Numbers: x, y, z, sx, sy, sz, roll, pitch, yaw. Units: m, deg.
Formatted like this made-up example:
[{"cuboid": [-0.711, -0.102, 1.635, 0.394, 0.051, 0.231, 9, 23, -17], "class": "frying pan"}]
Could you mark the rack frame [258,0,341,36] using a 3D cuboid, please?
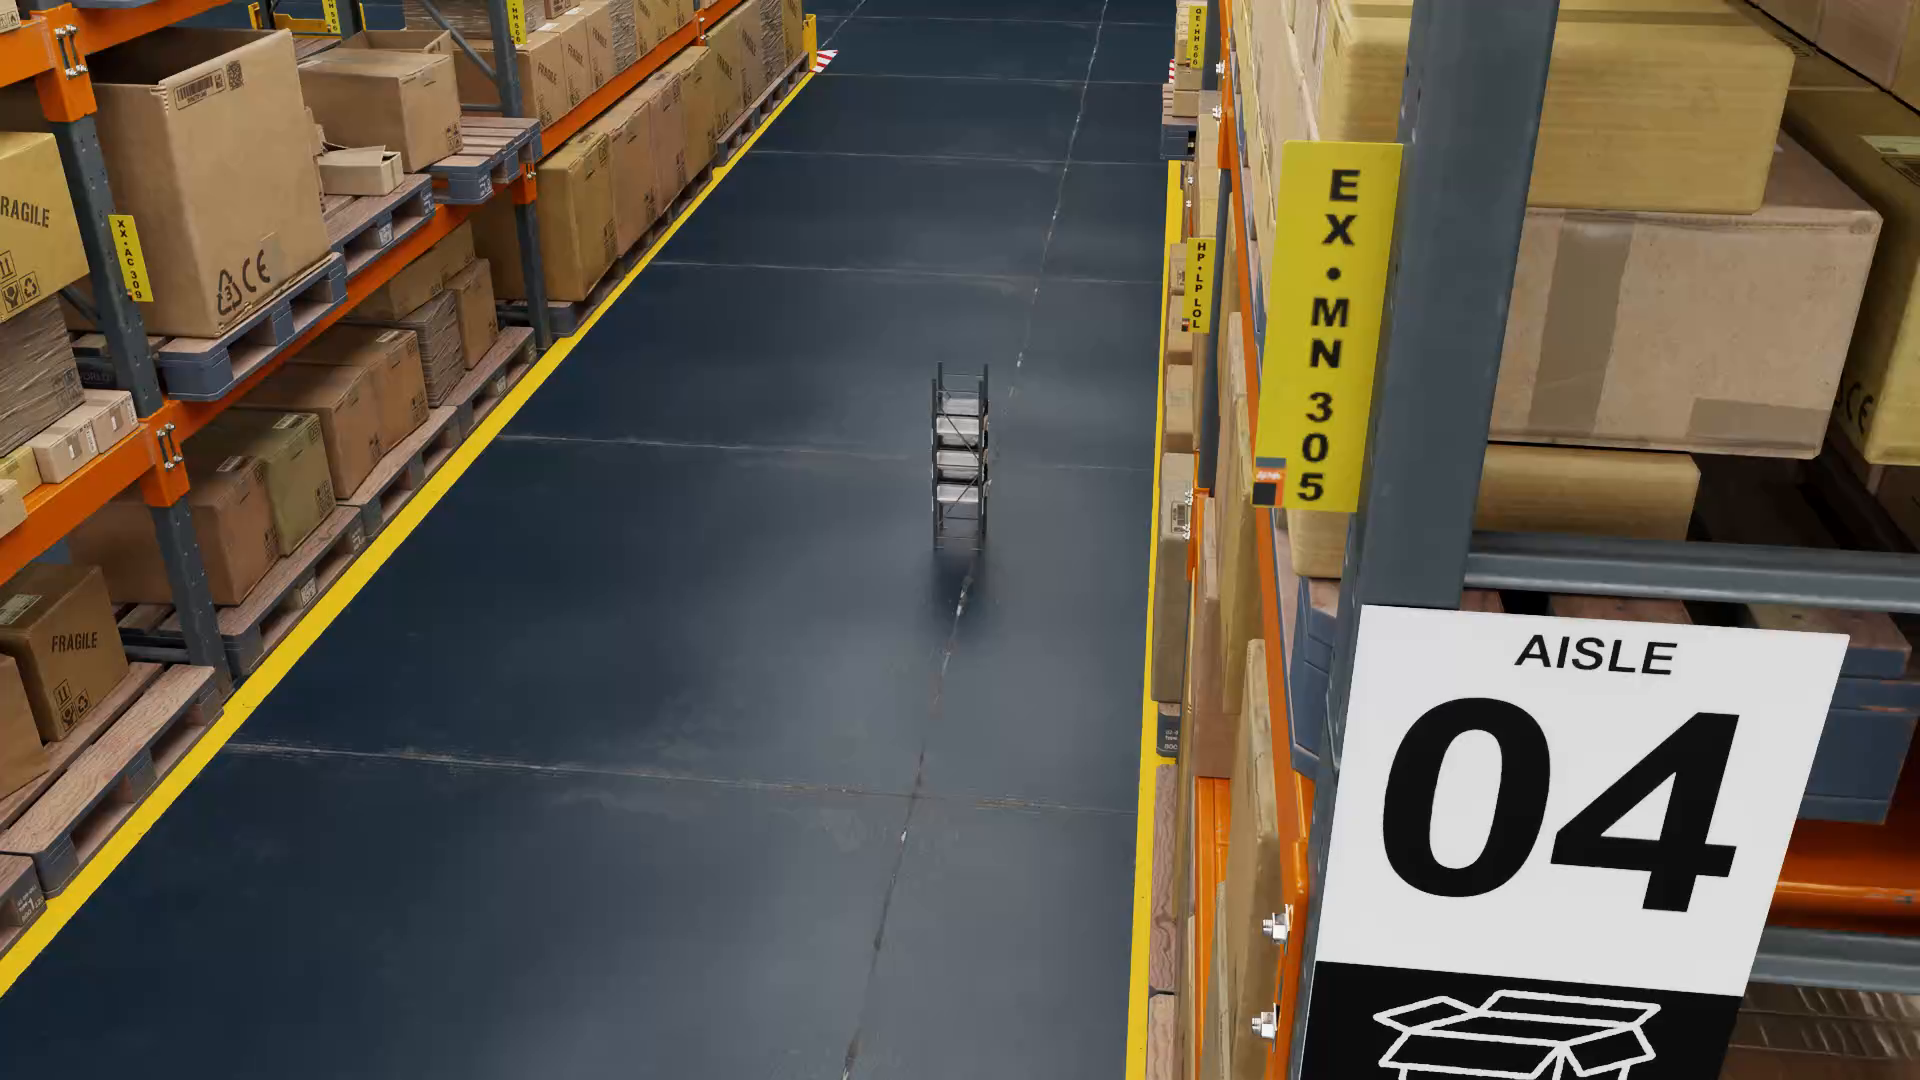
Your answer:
[{"cuboid": [-7.022, -6.612, 17.361, 1.000, 3.000, 0.127, 3, 28, 6], "class": "rack frame"}]

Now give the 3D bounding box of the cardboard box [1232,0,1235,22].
[{"cuboid": [0.890, -1.388, 4.218, 0.380, 0.149, 0.250, 3, 28, 6], "class": "cardboard box"}]

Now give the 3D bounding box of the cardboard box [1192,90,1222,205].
[{"cuboid": [1.501, -2.071, 8.827, 0.500, 0.500, 0.500, 4, 29, 7], "class": "cardboard box"}]

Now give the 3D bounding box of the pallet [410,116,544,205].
[{"cuboid": [-3.068, -2.133, 9.248, 1.213, 0.211, 1.003, 3, 28, 6], "class": "pallet"}]

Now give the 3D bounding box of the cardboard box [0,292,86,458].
[{"cuboid": [-3.693, -0.643, 5.861, 0.875, 0.500, 0.500, 3, 28, 6], "class": "cardboard box"}]

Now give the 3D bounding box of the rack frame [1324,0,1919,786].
[{"cuboid": [0.843, -1.098, 0.801, 1.000, 3.000, 0.127, 3, 28, 6], "class": "rack frame"}]

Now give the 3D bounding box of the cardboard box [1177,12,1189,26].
[{"cuboid": [1.494, -3.058, 9.958, 0.380, 0.149, 0.250, 4, 29, 8], "class": "cardboard box"}]

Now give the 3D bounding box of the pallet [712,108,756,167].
[{"cuboid": [-2.426, -3.567, 14.649, 1.003, 0.211, 1.213, 3, 28, 6], "class": "pallet"}]

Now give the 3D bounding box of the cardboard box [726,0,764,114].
[{"cuboid": [-2.326, -4.421, 15.091, 0.875, 0.875, 0.875, 3, 28, 6], "class": "cardboard box"}]

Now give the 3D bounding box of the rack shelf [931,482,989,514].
[{"cuboid": [0.001, -0.212, 8.145, 0.258, 0.077, 0.200, 3, 28, 6], "class": "rack shelf"}]

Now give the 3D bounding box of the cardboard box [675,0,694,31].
[{"cuboid": [-2.383, -4.250, 12.870, 0.500, 0.500, 0.500, 3, 29, 6], "class": "cardboard box"}]

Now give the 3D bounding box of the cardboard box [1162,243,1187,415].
[{"cuboid": [1.660, -1.136, 9.125, 1.050, 0.750, 0.750, 3, 28, 6], "class": "cardboard box"}]

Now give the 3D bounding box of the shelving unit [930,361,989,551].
[{"cuboid": [0.001, -0.400, 8.044, 0.258, 0.900, 0.210, 3, 28, 6], "class": "shelving unit"}]

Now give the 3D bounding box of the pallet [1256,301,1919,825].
[{"cuboid": [0.924, -0.089, 2.183, 1.003, 0.211, 1.213, 3, 28, 6], "class": "pallet"}]

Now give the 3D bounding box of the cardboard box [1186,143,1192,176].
[{"cuboid": [1.831, -2.697, 11.496, 0.500, 0.250, 0.500, 4, 29, 8], "class": "cardboard box"}]

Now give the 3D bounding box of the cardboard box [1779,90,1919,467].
[{"cuboid": [1.157, -0.284, 1.748, 0.500, 0.250, 0.500, 3, 28, 6], "class": "cardboard box"}]

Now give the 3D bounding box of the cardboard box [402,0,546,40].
[{"cuboid": [-2.981, -3.388, 10.213, 0.797, 0.503, 0.637, 4, 29, 8], "class": "cardboard box"}]

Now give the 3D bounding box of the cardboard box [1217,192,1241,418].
[{"cuboid": [1.254, -0.710, 5.108, 0.875, 0.550, 0.550, 3, 28, 6], "class": "cardboard box"}]

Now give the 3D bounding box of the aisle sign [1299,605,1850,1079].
[{"cuboid": [0.537, 0.414, 1.578, 0.394, 0.787, 0.004, 3, 28, 6], "class": "aisle sign"}]

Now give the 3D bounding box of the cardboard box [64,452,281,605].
[{"cuboid": [-3.480, -0.057, 7.365, 0.700, 0.500, 0.500, 1, 28, 2], "class": "cardboard box"}]

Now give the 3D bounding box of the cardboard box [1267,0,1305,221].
[{"cuboid": [0.688, -0.554, 2.249, 0.500, 0.250, 0.500, 3, 29, 6], "class": "cardboard box"}]

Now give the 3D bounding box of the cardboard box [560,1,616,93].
[{"cuboid": [-2.637, -3.300, 11.108, 0.500, 0.500, 0.500, 3, 28, 5], "class": "cardboard box"}]

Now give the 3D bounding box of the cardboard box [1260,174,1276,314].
[{"cuboid": [0.642, -0.431, 2.441, 0.380, 0.149, 0.250, 4, 29, 7], "class": "cardboard box"}]

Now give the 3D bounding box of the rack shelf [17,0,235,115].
[{"cuboid": [-3.332, -2.621, 7.549, 1.077, 0.370, 4.000, 3, 28, 6], "class": "rack shelf"}]

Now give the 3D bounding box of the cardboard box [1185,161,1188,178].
[{"cuboid": [1.897, -2.609, 12.123, 0.500, 0.500, 0.500, 5, 29, 8], "class": "cardboard box"}]

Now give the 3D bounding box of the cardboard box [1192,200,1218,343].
[{"cuboid": [1.256, -1.121, 7.063, 0.500, 0.500, 0.500, 4, 29, 7], "class": "cardboard box"}]

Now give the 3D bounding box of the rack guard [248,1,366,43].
[{"cuboid": [-7.032, -5.524, 17.977, 1.175, 0.500, 0.348, 3, 28, 6], "class": "rack guard"}]

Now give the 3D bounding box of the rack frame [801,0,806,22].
[{"cuboid": [-2.106, -6.325, 16.827, 1.000, 3.000, 0.127, 3, 28, 6], "class": "rack frame"}]

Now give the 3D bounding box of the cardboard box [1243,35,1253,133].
[{"cuboid": [0.765, -0.911, 3.333, 0.380, 0.149, 0.250, 4, 29, 7], "class": "cardboard box"}]

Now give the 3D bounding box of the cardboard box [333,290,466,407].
[{"cuboid": [-3.204, -1.074, 9.252, 0.700, 0.500, 0.500, 1, 28, 2], "class": "cardboard box"}]

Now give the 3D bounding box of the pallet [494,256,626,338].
[{"cuboid": [-2.915, -1.698, 11.179, 1.003, 0.211, 1.213, 3, 28, 6], "class": "pallet"}]

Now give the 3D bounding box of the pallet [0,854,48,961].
[{"cuboid": [-3.771, 1.446, 5.344, 1.003, 0.211, 1.213, 3, 28, 6], "class": "pallet"}]

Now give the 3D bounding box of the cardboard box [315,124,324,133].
[{"cuboid": [-3.520, -1.902, 8.334, 0.500, 0.250, 0.500, 3, 28, 5], "class": "cardboard box"}]

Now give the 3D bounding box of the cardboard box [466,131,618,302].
[{"cuboid": [-2.981, -2.132, 10.842, 1.225, 0.875, 0.875, 2, 28, 4], "class": "cardboard box"}]

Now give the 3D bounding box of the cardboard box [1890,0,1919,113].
[{"cuboid": [1.232, -0.504, 1.736, 0.380, 0.149, 0.250, 4, 29, 6], "class": "cardboard box"}]

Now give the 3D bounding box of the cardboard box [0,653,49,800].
[{"cuboid": [-3.728, 0.696, 5.989, 0.500, 0.500, 0.500, 13, 31, 22], "class": "cardboard box"}]

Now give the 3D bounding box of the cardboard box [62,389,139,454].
[{"cuboid": [-3.311, -0.447, 6.182, 0.380, 0.149, 0.250, 3, 28, 6], "class": "cardboard box"}]

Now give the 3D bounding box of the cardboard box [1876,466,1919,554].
[{"cuboid": [1.204, -0.039, 1.714, 0.380, 0.149, 0.250, 4, 29, 7], "class": "cardboard box"}]

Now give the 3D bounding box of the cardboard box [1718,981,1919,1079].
[{"cuboid": [0.927, 0.829, 2.252, 0.875, 0.550, 0.550, 3, 28, 6], "class": "cardboard box"}]

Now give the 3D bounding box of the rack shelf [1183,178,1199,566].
[{"cuboid": [1.579, -0.965, 7.637, 1.077, 0.370, 4.000, 3, 28, 6], "class": "rack shelf"}]

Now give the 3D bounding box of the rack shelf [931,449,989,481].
[{"cuboid": [0.001, -0.371, 8.059, 0.258, 0.077, 0.200, 3, 28, 6], "class": "rack shelf"}]

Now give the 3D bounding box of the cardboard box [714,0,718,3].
[{"cuboid": [-2.198, -4.575, 13.844, 0.380, 0.149, 0.250, 2, 28, 5], "class": "cardboard box"}]

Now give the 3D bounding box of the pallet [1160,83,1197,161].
[{"cuboid": [1.805, -2.480, 9.893, 1.213, 0.211, 1.003, 3, 28, 6], "class": "pallet"}]

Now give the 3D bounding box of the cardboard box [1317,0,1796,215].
[{"cuboid": [0.548, -0.426, 1.591, 0.380, 0.149, 0.250, 4, 29, 7], "class": "cardboard box"}]

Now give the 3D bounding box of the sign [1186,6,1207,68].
[{"cuboid": [1.284, -2.725, 9.008, 0.100, 0.325, 0.005, 3, 28, 6], "class": "sign"}]
